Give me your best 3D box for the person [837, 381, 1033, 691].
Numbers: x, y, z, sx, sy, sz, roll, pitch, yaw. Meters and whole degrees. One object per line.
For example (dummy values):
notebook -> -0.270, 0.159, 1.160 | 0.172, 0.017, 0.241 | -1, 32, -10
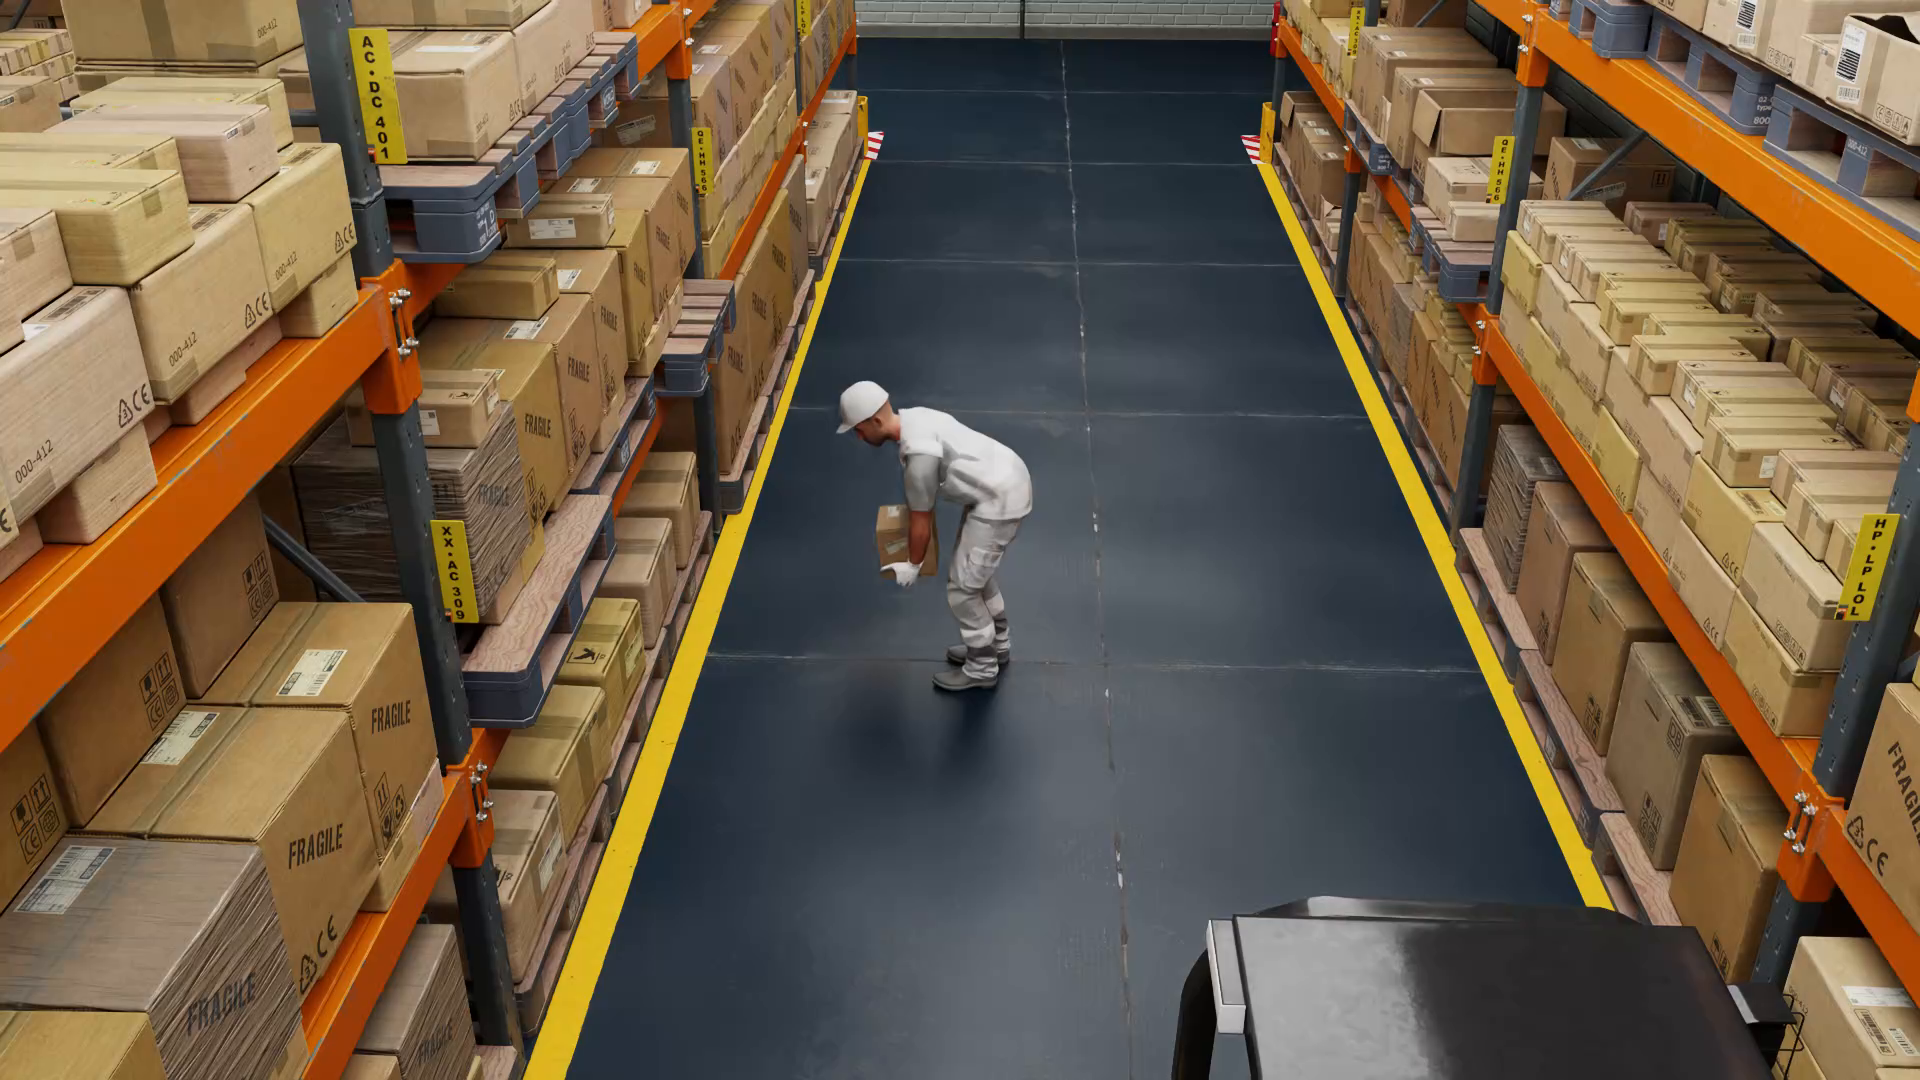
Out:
person -> -0.106, -0.026, 7.481 | 0.858, 1.472, 0.482 | 0, 28, 1
